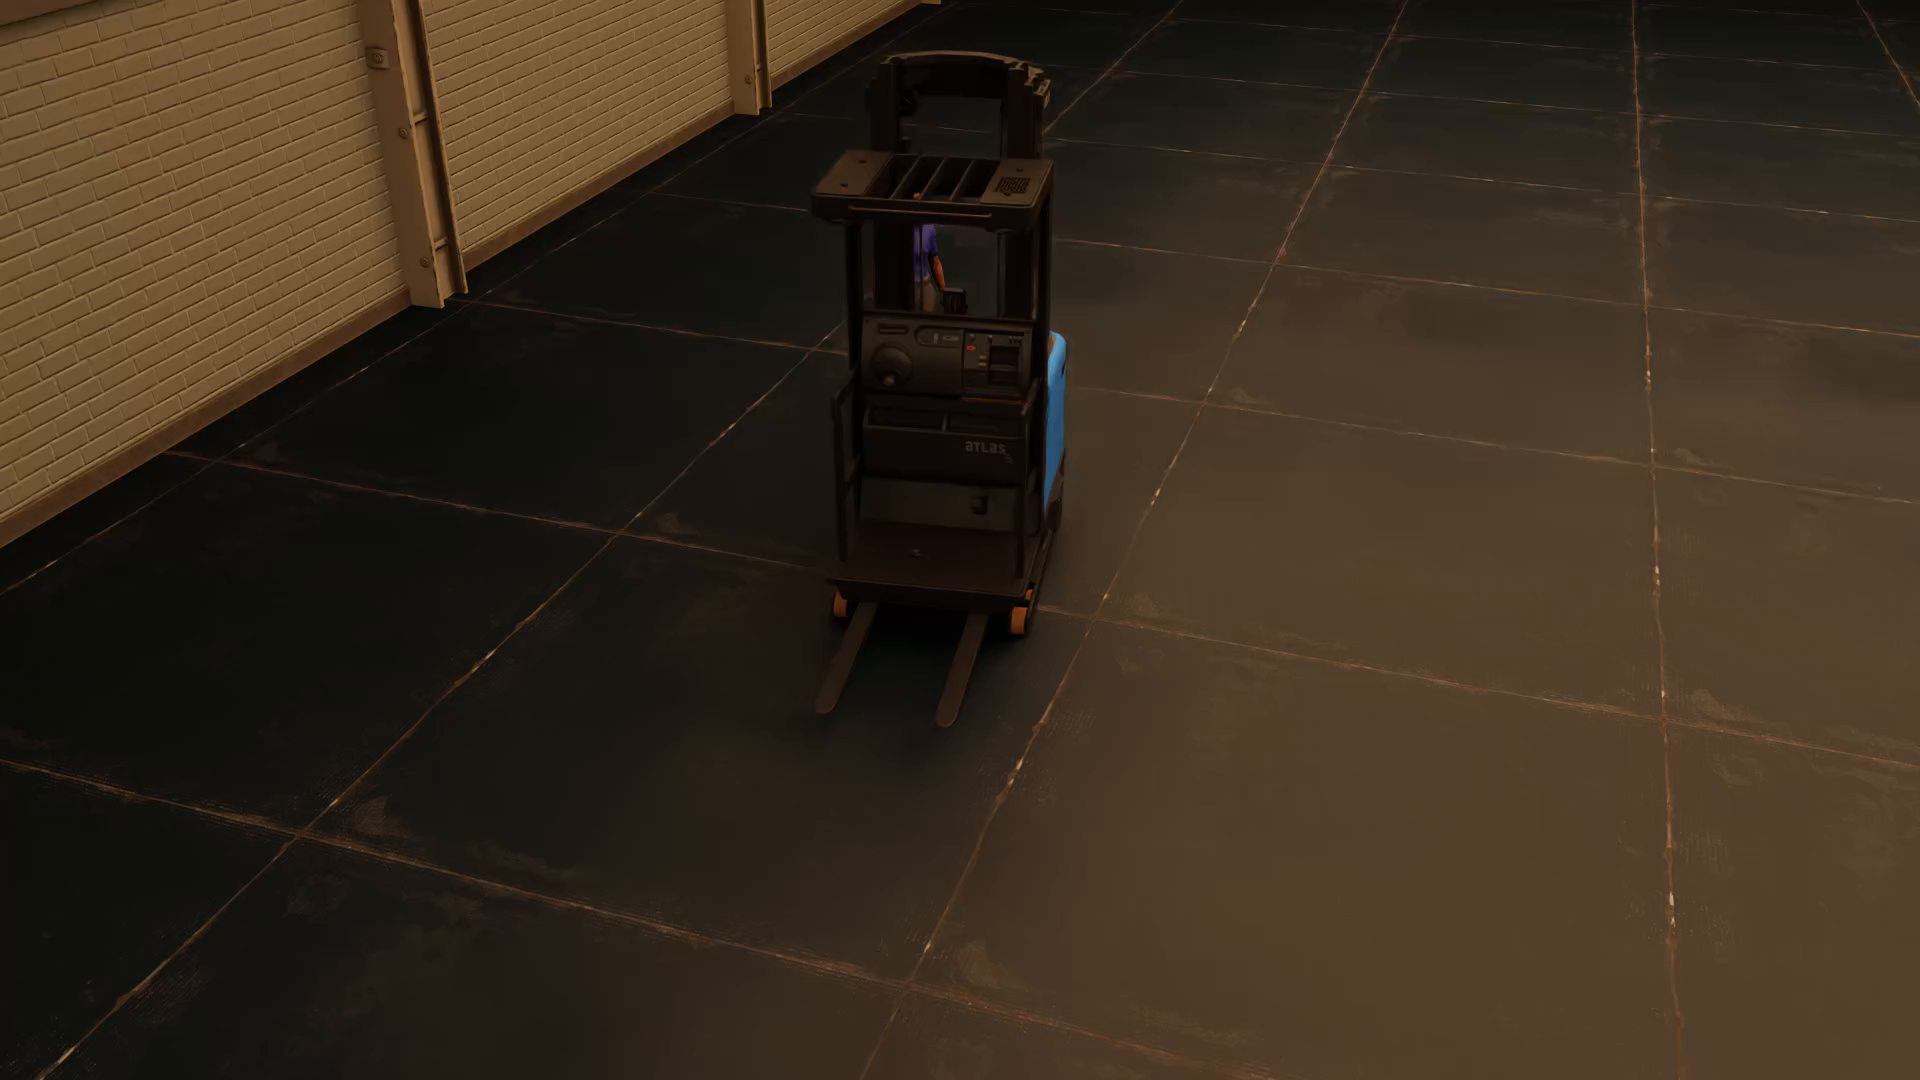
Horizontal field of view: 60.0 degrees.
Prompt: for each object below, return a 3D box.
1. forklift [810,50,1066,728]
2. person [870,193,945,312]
[{"bbox_3d":[-0.111,-0.940,8.785,1.130,2.935,3.031,5,30,9],"label":"forklift"},{"bbox_3d":[-0.321,-1.568,11.162,0.569,1.654,0.504,-14,33,-23],"label":"person"}]
